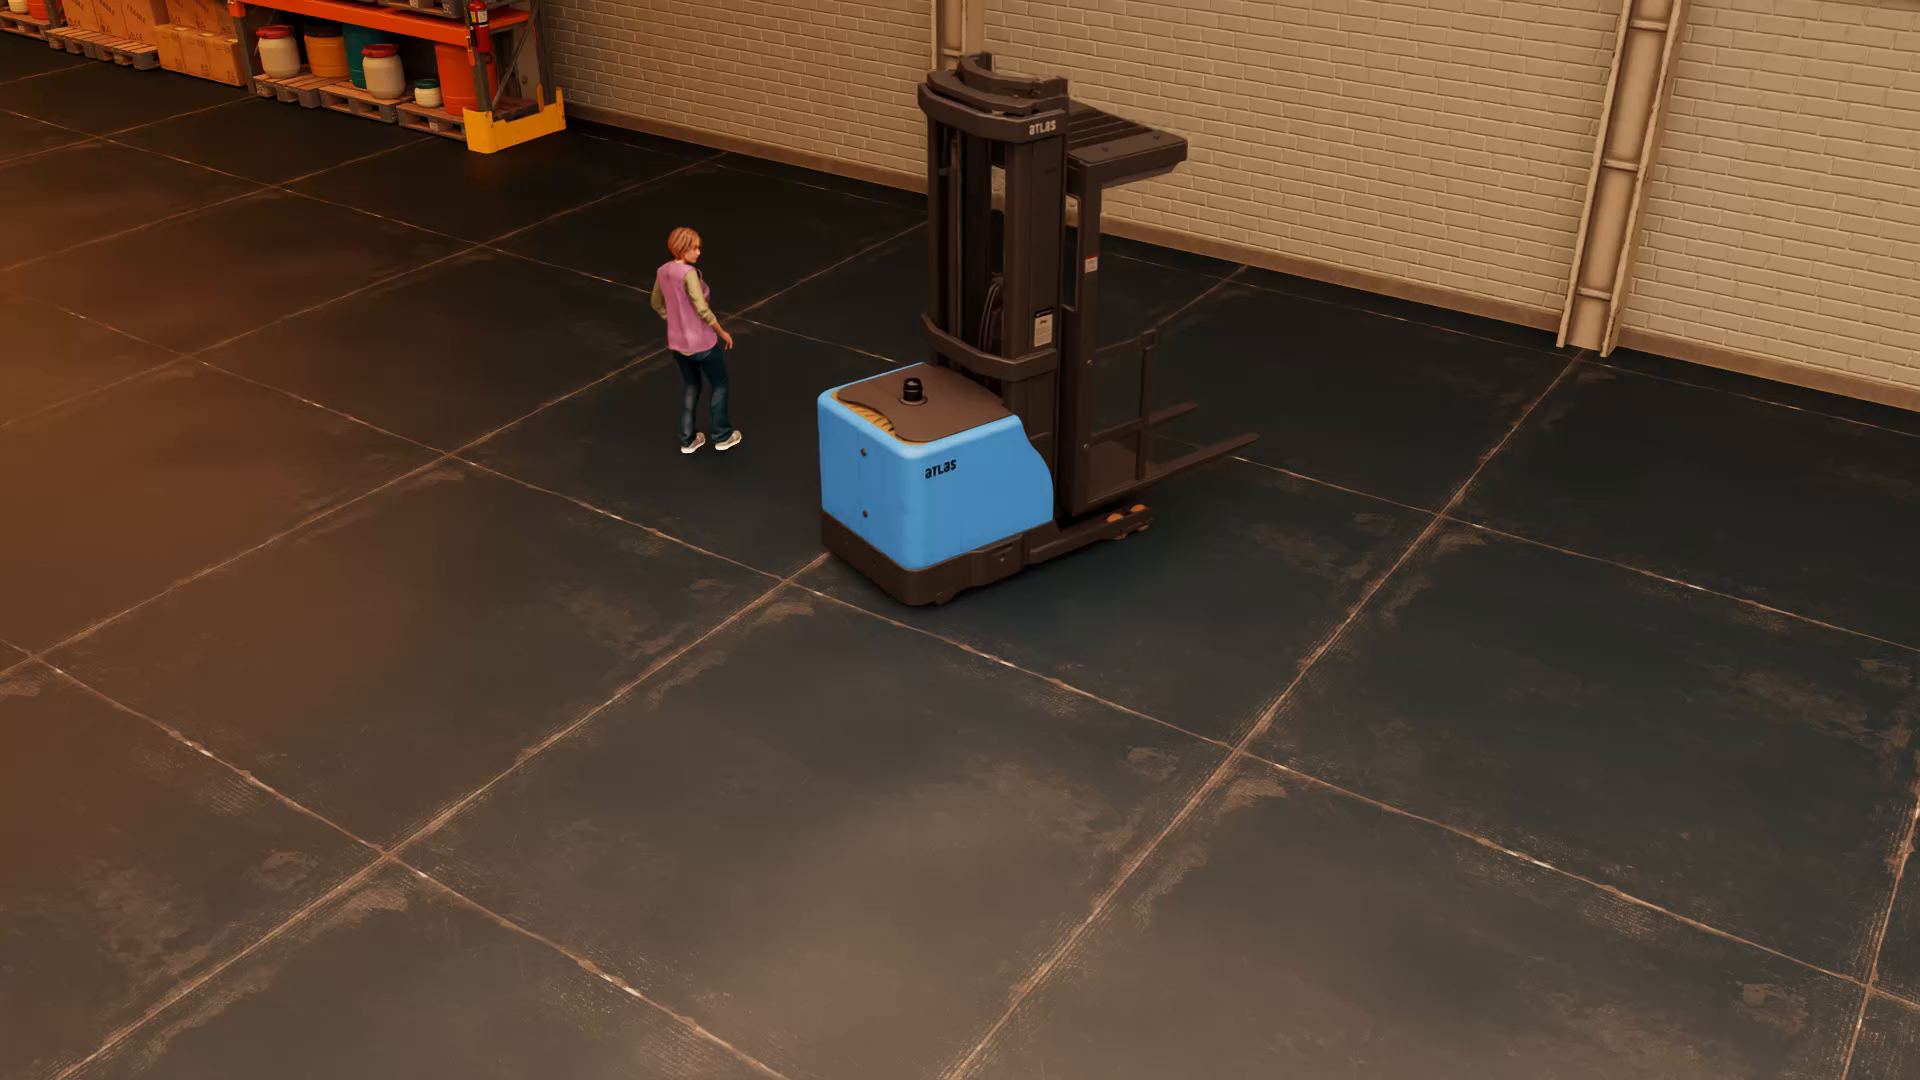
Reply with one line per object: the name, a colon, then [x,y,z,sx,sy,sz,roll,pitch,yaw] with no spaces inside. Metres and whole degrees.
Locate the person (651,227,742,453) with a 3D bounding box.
person: [-1.793,-1.349,11.264,0.612,1.575,0.449,19,35,29]

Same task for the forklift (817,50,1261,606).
forklift: [0.624,-1.462,10.098,3.031,2.935,1.130,-20,36,-31]
